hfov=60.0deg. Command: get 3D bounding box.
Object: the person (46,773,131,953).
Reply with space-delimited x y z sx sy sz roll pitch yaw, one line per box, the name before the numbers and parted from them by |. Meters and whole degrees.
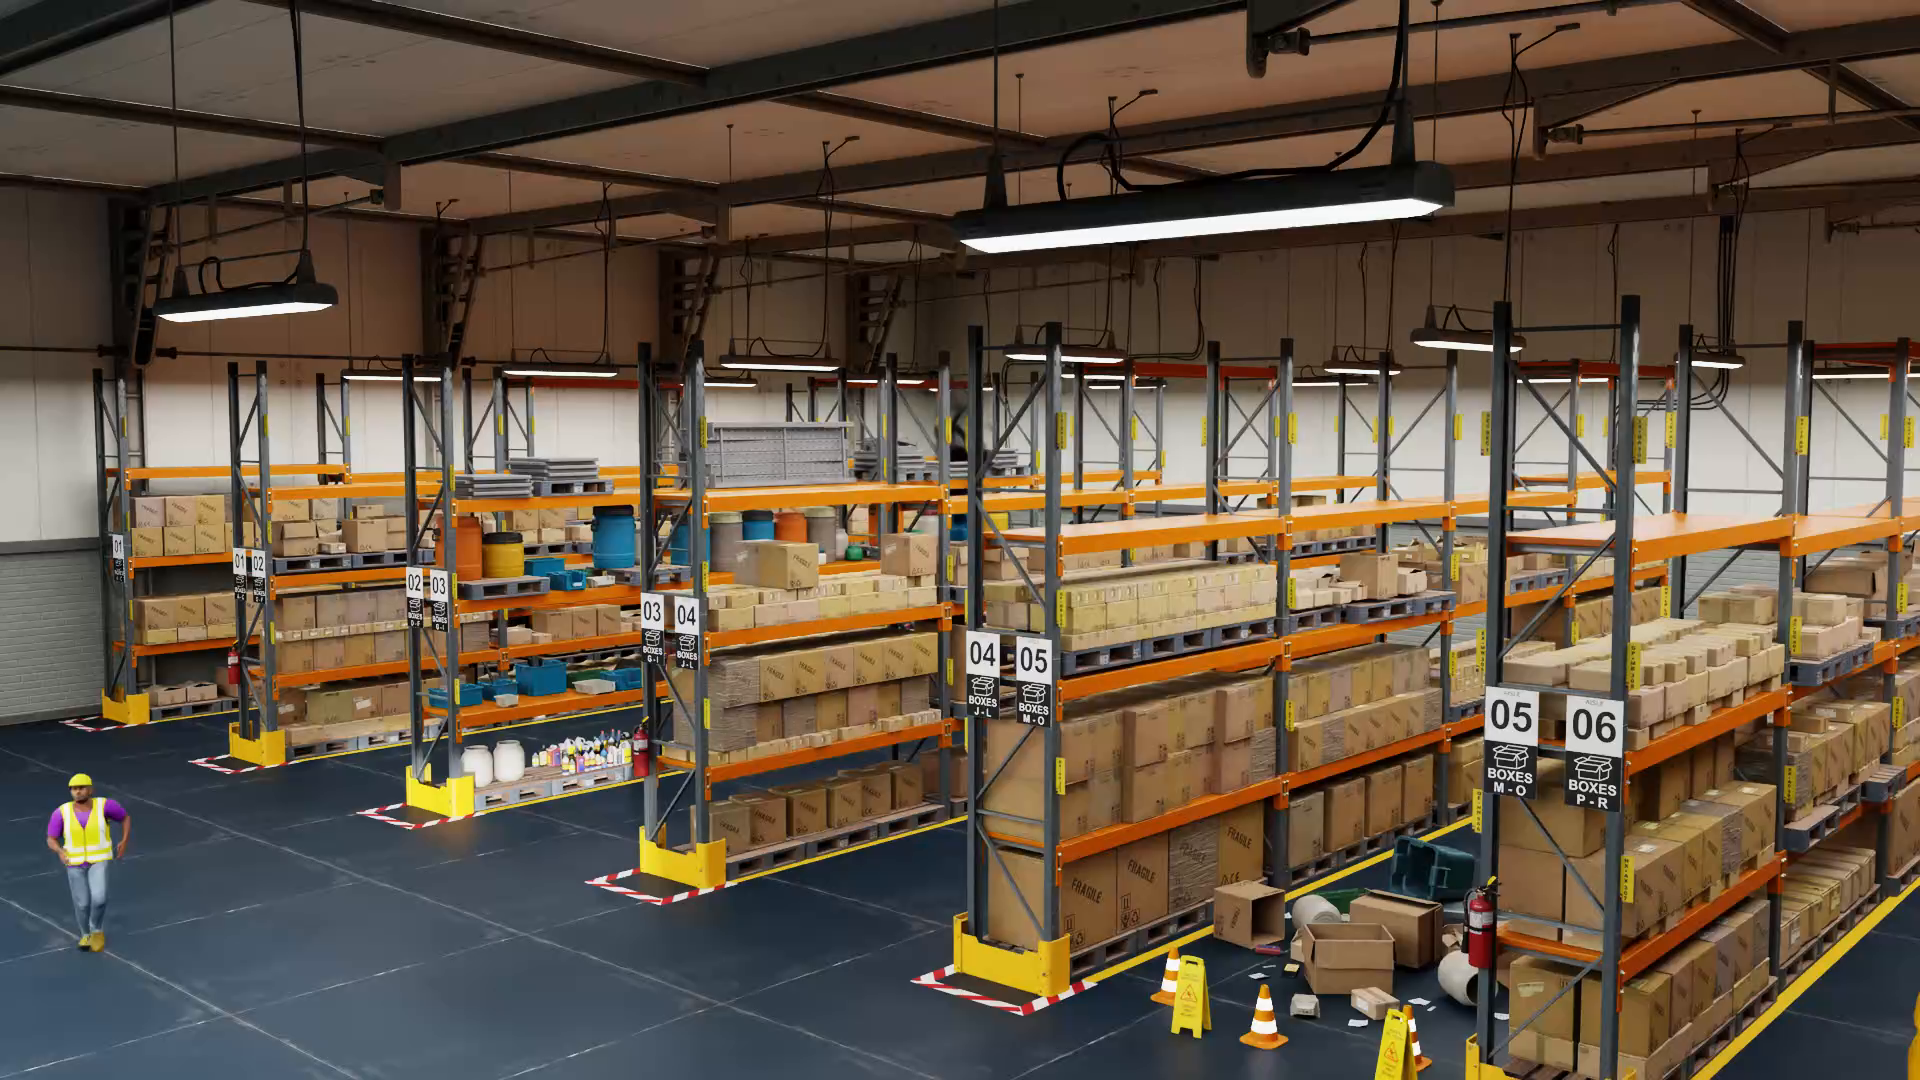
person | -8.416 3.118 16.056 0.712 1.737 0.653 -2 5 -21
